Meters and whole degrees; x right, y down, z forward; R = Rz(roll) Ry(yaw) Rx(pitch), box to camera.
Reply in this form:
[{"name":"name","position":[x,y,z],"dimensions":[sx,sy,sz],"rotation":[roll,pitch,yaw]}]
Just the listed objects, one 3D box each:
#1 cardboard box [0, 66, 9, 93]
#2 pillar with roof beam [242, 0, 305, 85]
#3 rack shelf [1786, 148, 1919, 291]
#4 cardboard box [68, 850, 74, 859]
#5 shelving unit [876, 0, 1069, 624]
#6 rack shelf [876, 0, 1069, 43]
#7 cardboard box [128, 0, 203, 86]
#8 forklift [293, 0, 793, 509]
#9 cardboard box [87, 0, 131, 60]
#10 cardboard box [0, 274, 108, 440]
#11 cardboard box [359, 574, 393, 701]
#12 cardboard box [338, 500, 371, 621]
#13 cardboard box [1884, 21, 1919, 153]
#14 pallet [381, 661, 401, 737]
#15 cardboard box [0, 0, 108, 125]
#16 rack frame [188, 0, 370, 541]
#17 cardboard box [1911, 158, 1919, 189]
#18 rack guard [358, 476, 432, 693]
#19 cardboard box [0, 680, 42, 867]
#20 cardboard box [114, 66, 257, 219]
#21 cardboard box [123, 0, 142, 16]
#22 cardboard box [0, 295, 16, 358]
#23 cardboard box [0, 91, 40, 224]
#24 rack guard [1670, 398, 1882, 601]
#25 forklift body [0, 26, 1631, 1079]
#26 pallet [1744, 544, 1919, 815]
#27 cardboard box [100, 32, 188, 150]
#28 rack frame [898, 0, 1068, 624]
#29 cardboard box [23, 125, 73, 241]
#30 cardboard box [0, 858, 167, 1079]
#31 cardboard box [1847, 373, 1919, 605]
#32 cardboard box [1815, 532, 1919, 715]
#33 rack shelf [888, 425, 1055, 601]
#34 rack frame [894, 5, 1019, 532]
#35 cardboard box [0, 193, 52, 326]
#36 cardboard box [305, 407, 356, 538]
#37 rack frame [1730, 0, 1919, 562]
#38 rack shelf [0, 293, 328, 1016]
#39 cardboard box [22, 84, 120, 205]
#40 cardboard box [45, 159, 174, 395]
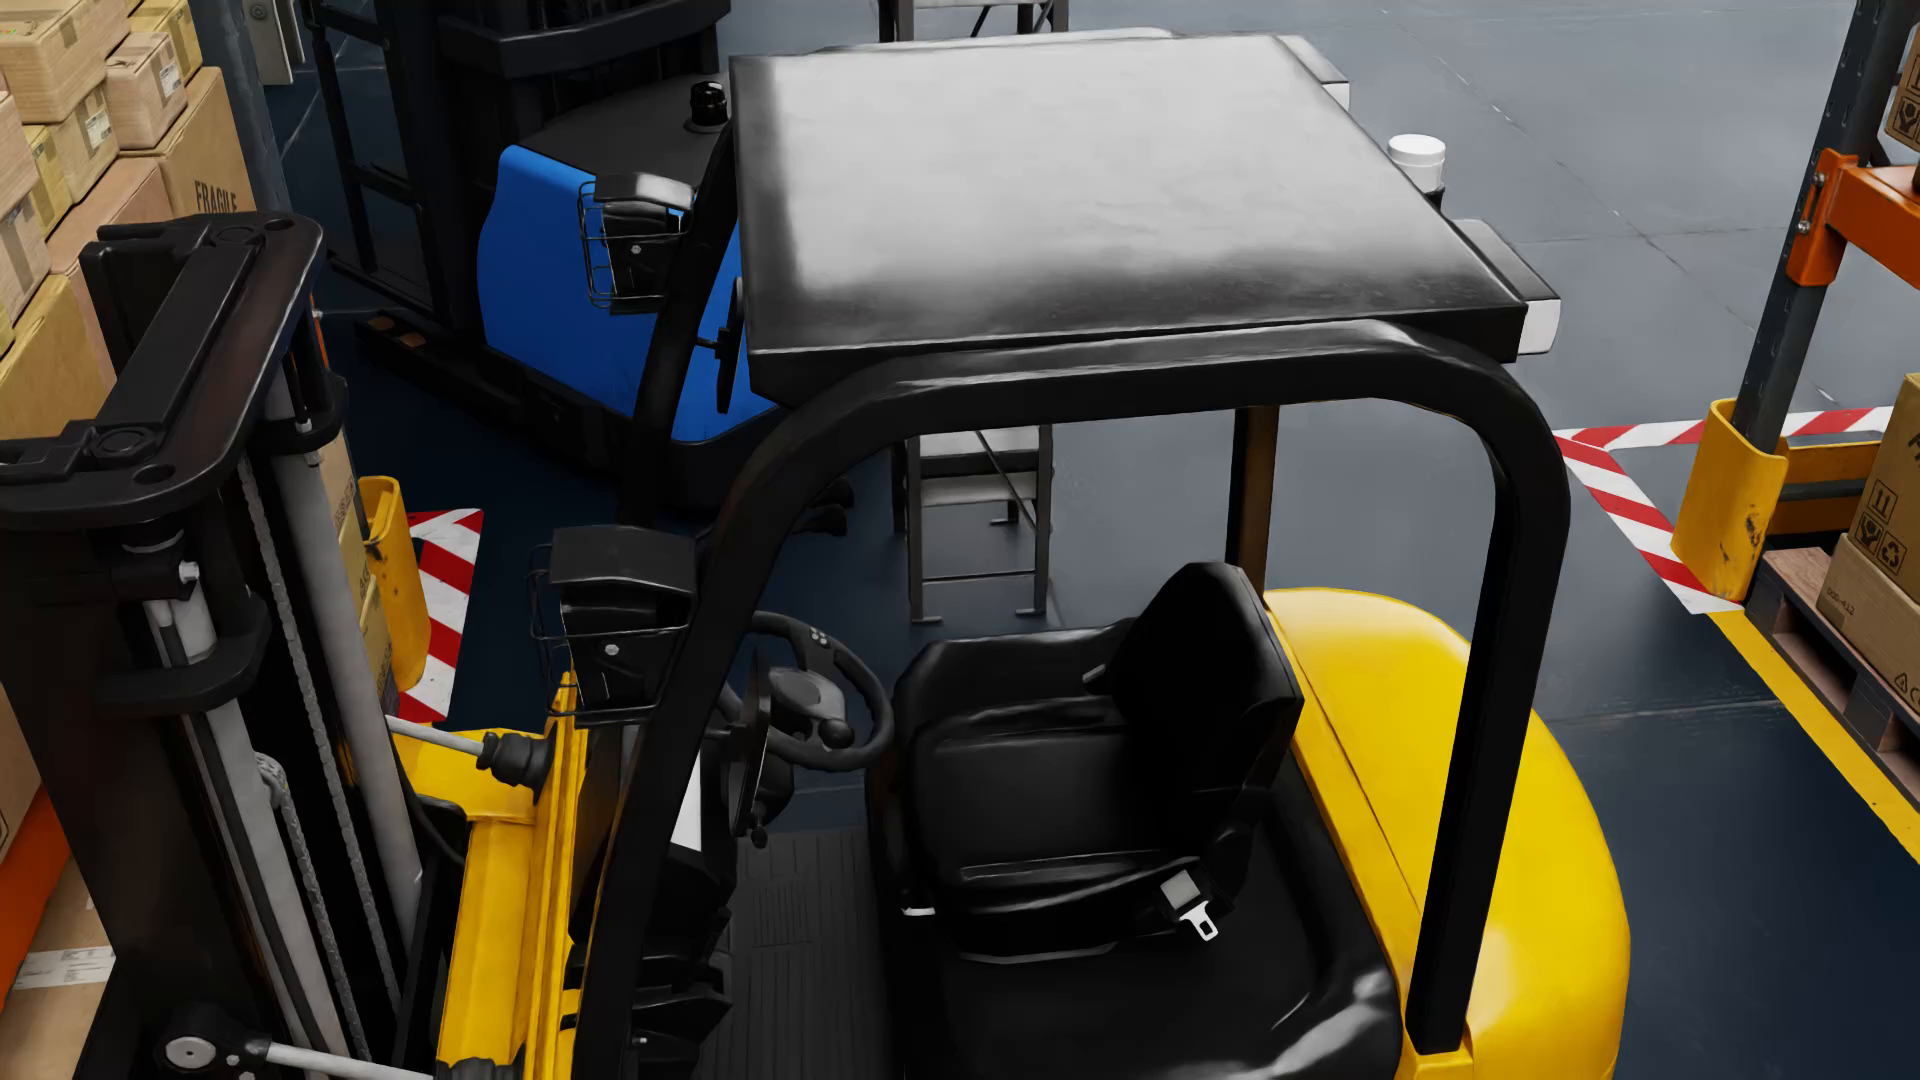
[{"name":"cardboard box","position":[-1.763,-0.681,2.656],"dimensions":[0.380,0.149,0.250],"rotation":[-4,34,-6]},{"name":"pillar with roof beam","position":[0.553,-6.552,6.874],"dimensions":[9.100,9.000,0.400],"rotation":[-4,35,-6]},{"name":"rack shelf","position":[3.081,0.179,2.962],"dimensions":[1.077,0.370,4.000],"rotation":[-4,35,-6]},{"name":"cardboard box","position":[-1.583,0.492,3.045],"dimensions":[0.500,0.250,0.500],"rotation":[-4,34,-6]},{"name":"shelving unit","position":[0.022,-0.775,4.523],"dimensions":[0.431,2.100,0.503],"rotation":[-4,35,-6]},{"name":"rack shelf","position":[0.022,-1.342,4.137],"dimensions":[0.431,0.518,0.480],"rotation":[-4,35,-6]},{"name":"cardboard box","position":[-1.782,-0.993,3.379],"dimensions":[0.380,0.149,0.250],"rotation":[-4,34,-6]},{"name":"forklift","position":[-1.620,-2.006,5.591],"dimensions":[3.031,2.935,1.130],"rotation":[26,42,33]},{"name":"cardboard box","position":[-1.785,-0.969,3.079],"dimensions":[0.380,0.149,0.250],"rotation":[-4,35,-6]},{"name":"cardboard box","position":[-1.650,-0.066,2.595],"dimensions":[0.500,0.500,0.500],"rotation":[-5,35,-7]},{"name":"cardboard box","position":[-1.730,0.345,4.149],"dimensions":[0.500,0.250,0.500],"rotation":[-4,34,-6]},{"name":"cardboard box","position":[-1.731,0.148,3.994],"dimensions":[0.500,0.250,0.500],"rotation":[-5,35,-7]},{"name":"cardboard box","position":[2.601,-1.113,3.866],"dimensions":[0.500,0.500,0.500],"rotation":[-5,35,-7]},{"name":"pallet","position":[-1.962,0.720,4.006],"dimensions":[1.003,0.211,1.213],"rotation":[-4,35,-6]},{"name":"cardboard box","position":[-1.723,-0.825,2.868],"dimensions":[0.380,0.149,0.250],"rotation":[-4,34,-5]},{"name":"rack frame","position":[-2.106,-0.856,3.842],"dimensions":[1.000,3.000,0.127],"rotation":[-4,35,-6]},{"name":"cardboard box","position":[2.653,-0.925,4.167],"dimensions":[0.380,0.149,0.250],"rotation":[-4,35,-6]},{"name":"rack guard","position":[-2.109,0.164,4.566],"dimensions":[1.175,0.500,0.348],"rotation":[-4,35,-6]},{"name":"cardboard box","position":[-1.571,0.213,2.185],"dimensions":[0.500,0.500,0.500],"rotation":[-4,34,-6]},{"name":"cardboard box","position":[-1.780,-0.643,3.440],"dimensions":[0.500,0.500,0.500],"rotation":[-5,35,-7]},{"name":"cardboard box","position":[-1.849,-1.104,3.278],"dimensions":[0.380,0.149,0.250],"rotation":[-4,35,-6]},{"name":"cardboard box","position":[-1.585,-0.279,2.331],"dimensions":[0.380,0.149,0.250],"rotation":[-4,34,-6]},{"name":"cardboard box","position":[-1.618,-0.544,2.455],"dimensions":[0.380,0.149,0.250],"rotation":[-4,34,-5]},{"name":"rack guard","position":[2.822,-0.159,5.039],"dimensions":[1.175,0.500,0.348],"rotation":[-4,35,-6]},{"name":"forklift body","position":[-0.043,0.415,2.731],"dimensions":[2.313,2.155,1.214],"rotation":[-4,35,-6]},{"name":"pallet","position":[2.896,0.417,4.451],"dimensions":[1.003,0.211,1.213],"rotation":[-4,35,-6]},{"name":"cardboard box","position":[-1.718,-0.853,3.173],"dimensions":[0.380,0.149,0.250],"rotation":[-4,34,-6]},{"name":"rack frame","position":[0.055,-0.639,4.323],"dimensions":[0.400,2.100,0.015],"rotation":[-4,35,-6]},{"name":"cardboard box","position":[-1.722,-0.564,2.749],"dimensions":[0.380,0.149,0.250],"rotation":[-5,35,-7]},{"name":"cardboard box","position":[-1.522,0.776,2.629],"dimensions":[0.500,0.250,0.500],"rotation":[-5,35,-7]},{"name":"cardboard box","position":[2.650,-0.097,4.131],"dimensions":[0.500,0.500,0.500],"rotation":[-5,35,-8]},{"name":"cardboard box","position":[2.646,0.200,4.362],"dimensions":[0.500,0.250,0.500],"rotation":[-5,35,-7]},{"name":"rack shelf","position":[0.022,-0.186,4.925],"dimensions":[0.431,0.518,0.480],"rotation":[-4,35,-6]},{"name":"rack frame","position":[-0.011,-0.911,4.723],"dimensions":[0.400,2.100,0.015],"rotation":[-4,35,-6]},{"name":"cardboard box","position":[-1.639,-0.419,2.536],"dimensions":[0.380,0.149,0.250],"rotation":[-5,35,-8]},{"name":"cardboard box","position":[-1.735,-0.073,3.874],"dimensions":[0.500,0.250,0.500],"rotation":[-3,34,-5]},{"name":"rack frame","position":[2.812,-1.234,4.397],"dimensions":[1.000,3.000,0.127],"rotation":[-4,35,-6]},{"name":"rack shelf","position":[-1.837,0.557,2.407],"dimensions":[1.077,0.370,4.000],"rotation":[-4,35,-6]},{"name":"cardboard box","position":[-1.744,-0.703,2.954],"dimensions":[0.380,0.149,0.250],"rotation":[-4,34,-5]},{"name":"cardboard box","position":[-1.719,-0.352,3.015],"dimensions":[0.500,0.500,0.500],"rotation":[-3,34,-5]}]
